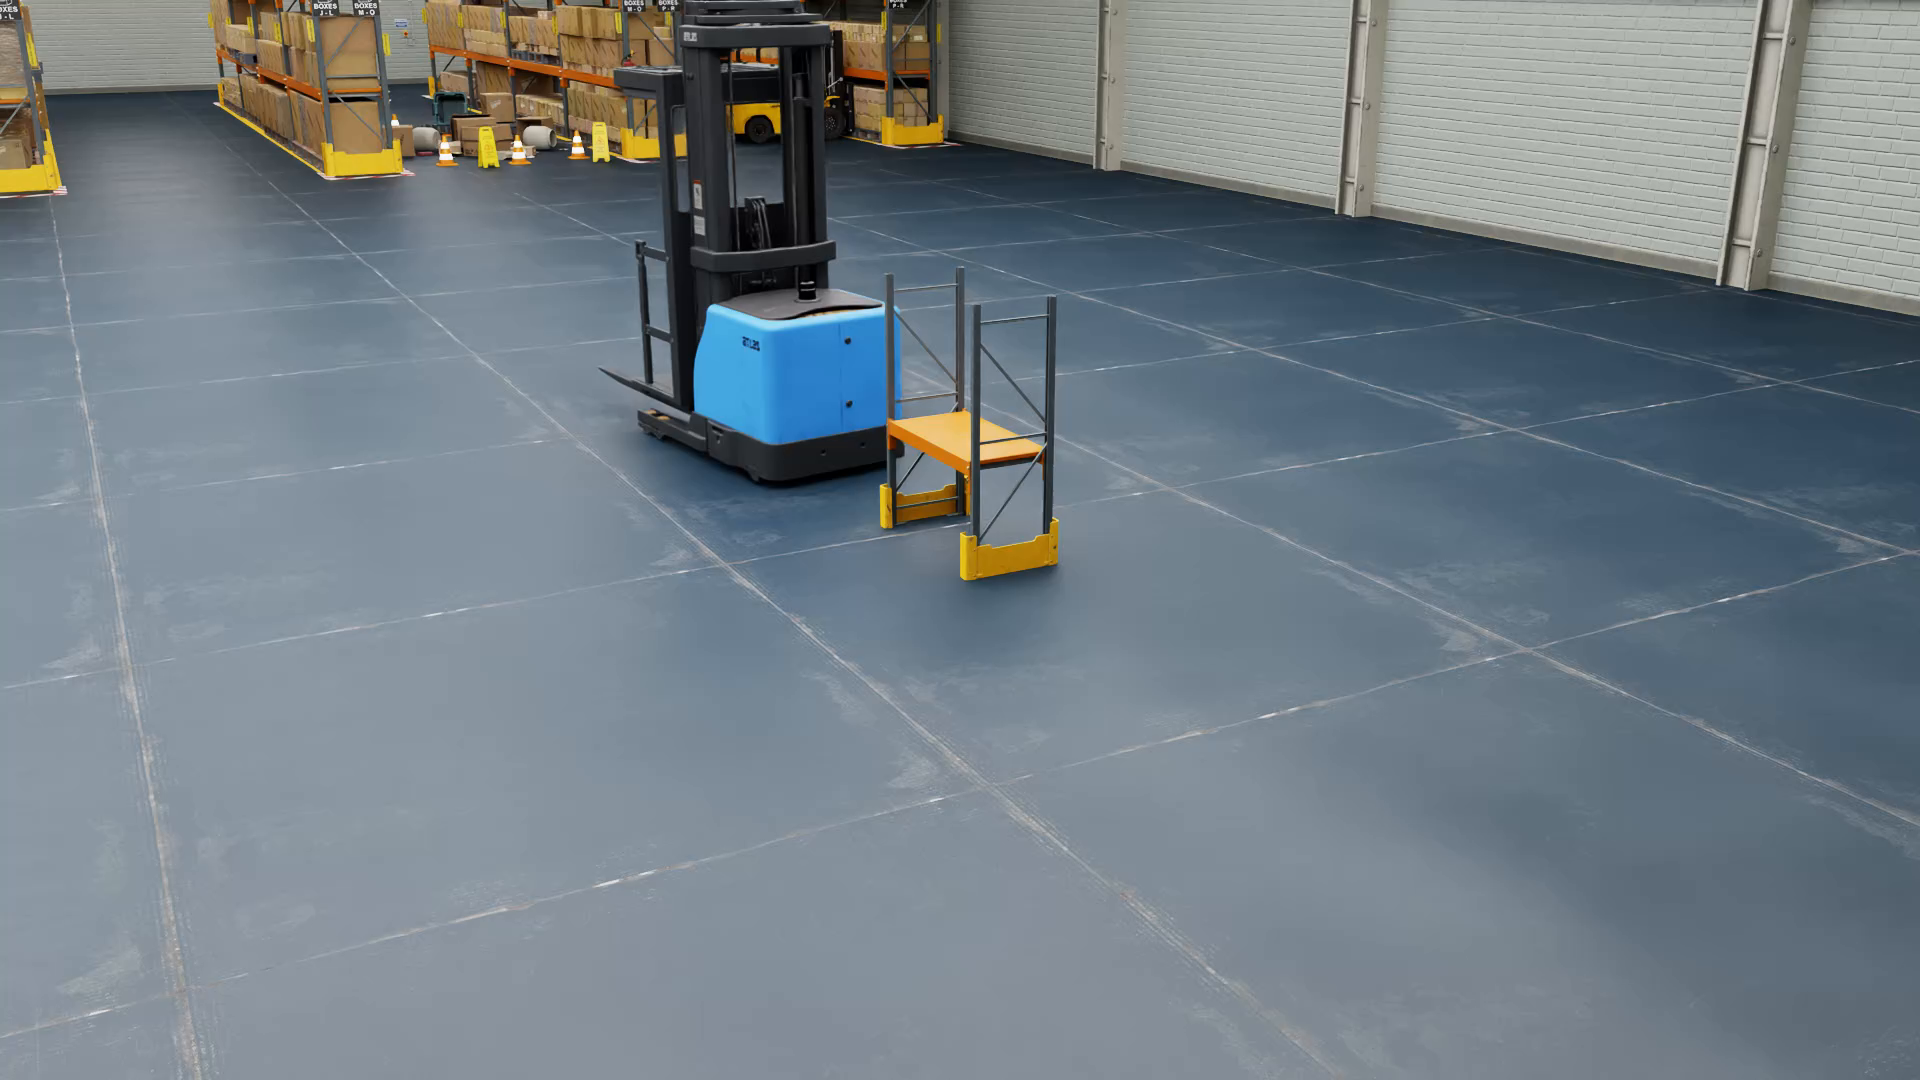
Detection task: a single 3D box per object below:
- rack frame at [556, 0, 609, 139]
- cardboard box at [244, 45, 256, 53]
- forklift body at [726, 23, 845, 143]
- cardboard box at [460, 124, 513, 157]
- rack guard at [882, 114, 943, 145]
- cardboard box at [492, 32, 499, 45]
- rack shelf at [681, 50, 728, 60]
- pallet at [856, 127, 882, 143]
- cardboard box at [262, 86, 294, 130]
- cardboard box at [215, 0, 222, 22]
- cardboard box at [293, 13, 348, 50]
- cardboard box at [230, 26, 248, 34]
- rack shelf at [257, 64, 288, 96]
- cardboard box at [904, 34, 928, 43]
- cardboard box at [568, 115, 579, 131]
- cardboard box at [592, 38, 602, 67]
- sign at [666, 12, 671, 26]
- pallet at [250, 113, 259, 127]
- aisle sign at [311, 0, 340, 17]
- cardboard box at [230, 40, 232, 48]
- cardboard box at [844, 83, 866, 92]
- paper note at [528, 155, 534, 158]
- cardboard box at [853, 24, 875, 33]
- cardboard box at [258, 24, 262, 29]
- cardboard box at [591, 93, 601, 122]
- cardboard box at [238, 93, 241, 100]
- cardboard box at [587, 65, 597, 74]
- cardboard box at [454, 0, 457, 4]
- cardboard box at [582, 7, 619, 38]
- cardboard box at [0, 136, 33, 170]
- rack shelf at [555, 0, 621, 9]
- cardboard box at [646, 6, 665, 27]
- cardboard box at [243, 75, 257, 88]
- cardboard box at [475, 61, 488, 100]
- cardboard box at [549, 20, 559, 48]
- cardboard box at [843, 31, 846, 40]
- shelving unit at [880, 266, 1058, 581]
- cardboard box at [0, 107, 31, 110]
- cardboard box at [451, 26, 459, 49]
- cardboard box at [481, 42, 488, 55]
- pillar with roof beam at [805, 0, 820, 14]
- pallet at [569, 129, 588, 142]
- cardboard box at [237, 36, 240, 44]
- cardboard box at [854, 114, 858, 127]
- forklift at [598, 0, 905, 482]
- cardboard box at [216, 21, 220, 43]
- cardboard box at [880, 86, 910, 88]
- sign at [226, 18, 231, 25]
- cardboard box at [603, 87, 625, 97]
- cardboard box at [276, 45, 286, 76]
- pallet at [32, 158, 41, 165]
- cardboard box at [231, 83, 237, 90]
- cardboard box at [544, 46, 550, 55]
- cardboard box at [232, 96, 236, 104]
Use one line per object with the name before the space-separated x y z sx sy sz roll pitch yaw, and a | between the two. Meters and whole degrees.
rack frame | -7.164 -9.257 31.860 1.000 3.000 0.127 -10 21 -27
cardboard box | -14.010 -9.760 33.058 0.380 0.149 0.250 -10 21 -26
forklift body | -3.404 -8.739 31.661 2.313 2.155 1.214 -10 21 -27
cardboard box | -8.326 -7.041 29.264 0.637 0.503 0.797 7 20 20
rack guard | -0.886 -7.690 31.151 1.175 0.500 0.348 -10 21 -27
cardboard box | -9.763 -10.817 35.844 0.500 0.250 0.500 -11 22 -28
rack shelf | -5.646 -11.409 39.200 1.077 0.370 4.000 -10 21 -27
pallet | -1.298 -7.774 31.836 1.003 0.211 1.213 -10 21 -27
cardboard box | -12.743 -8.305 31.907 1.050 0.750 0.750 -10 21 -26
cardboard box | -16.473 -11.954 37.534 0.500 0.500 0.500 -11 22 -28
cardboard box | -10.569 -8.464 27.677 0.875 0.550 0.500 -10 21 -27
cardboard box | -14.993 -10.636 34.685 0.380 0.149 0.250 -10 21 -27
rack shelf | -12.422 -8.695 31.335 1.077 0.370 4.000 -10 21 -27
cardboard box | -0.830 -9.370 31.040 0.380 0.149 0.250 -11 22 -28
cardboard box | -7.121 -7.945 31.628 0.500 0.250 0.500 -11 22 -29
cardboard box | -6.233 -8.698 29.632 0.500 0.500 0.500 -10 21 -27
sign | -7.070 -12.646 40.355 0.100 0.325 0.005 -10 21 -27
pallet | -14.317 -8.866 35.001 1.003 0.211 1.213 -10 21 -27
aisle sign | -9.803 -8.475 25.608 0.394 0.787 0.004 -10 21 -27
cardboard box | -15.236 -10.502 35.210 0.380 0.149 0.250 -10 21 -26
cardboard box | -2.121 -8.770 32.486 0.500 0.250 0.500 -10 22 -28
paper note | -7.465 -6.668 28.909 0.142 0.019 0.148 16 25 39
cardboard box | -1.820 -9.721 31.600 0.380 0.149 0.250 -9 21 -25
cardboard box | -14.908 -11.034 35.838 0.380 0.149 0.250 -9 21 -24
cardboard box | -6.358 -7.847 30.195 0.500 0.500 0.500 -11 22 -28
cardboard box | -15.700 -9.791 36.677 0.380 0.149 0.250 -10 21 -26
cardboard box | -6.553 -8.562 30.229 0.380 0.149 0.250 -10 21 -27
cardboard box | -11.664 -12.655 39.026 0.380 0.149 0.250 -10 21 -27
cardboard box | -6.265 -9.159 29.434 0.700 0.500 0.500 -10 22 -27
cardboard box | -14.267 -5.773 24.950 0.500 0.500 0.500 -6 20 -17
rack shelf | -6.214 -9.761 29.824 1.077 0.370 4.000 -10 21 -27
cardboard box | -7.804 -13.293 42.182 0.500 0.500 0.500 -9 21 -25
cardboard box | -14.897 -9.724 35.251 0.500 0.250 0.500 -9 21 -25
cardboard box | -10.598 -10.582 38.314 0.875 0.875 0.875 -9 21 -25
cardboard box | -7.585 -9.741 32.008 0.500 0.500 0.500 -10 22 -28
cardboard box | -2.160 -9.802 32.290 0.380 0.149 0.250 -10 22 -28
shelving unit | 0.036 -0.687 9.323 0.587 1.500 1.083 -10 21 -27
cardboard box | -17.174 -7.550 30.071 0.700 0.500 0.500 -12 22 -31
cardboard box | -11.657 -11.841 39.196 0.500 0.500 0.500 -11 22 -28
cardboard box | -10.280 -10.873 36.772 0.500 0.250 0.500 -10 22 -28
pillar with roof beam | -7.073 -13.110 33.828 9.100 9.000 0.400 -10 21 -27
pallet | -6.814 -7.752 31.772 1.003 0.211 1.213 -10 21 -27
cardboard box | -14.497 -10.196 33.868 0.380 0.149 0.250 -10 21 -27
cardboard box | -1.856 -8.153 32.231 0.500 0.250 0.500 -10 21 -26
forklift | -1.636 -2.175 11.442 1.130 2.935 3.031 -13 23 -34
cardboard box | -16.924 -11.773 38.541 0.500 0.500 0.500 -10 21 -27
cardboard box | -1.200 -8.560 31.879 0.500 0.250 0.500 -10 21 -27
sign | -15.745 -11.081 35.818 0.100 0.325 0.005 -10 21 -27
cardboard box | -6.108 -7.953 29.509 0.380 0.149 0.250 -9 21 -25
cardboard box | -11.955 -8.617 29.852 0.500 0.500 0.500 -10 21 -27
pallet | -14.952 -5.866 26.307 1.003 0.211 1.213 -10 21 -27
cardboard box | -16.214 -10.239 37.521 0.380 0.149 0.250 -11 22 -29
cardboard box | -7.915 -9.589 32.562 0.380 0.149 0.250 -10 22 -28
cardboard box | -16.248 -9.966 37.640 0.380 0.149 0.250 -10 21 -27
